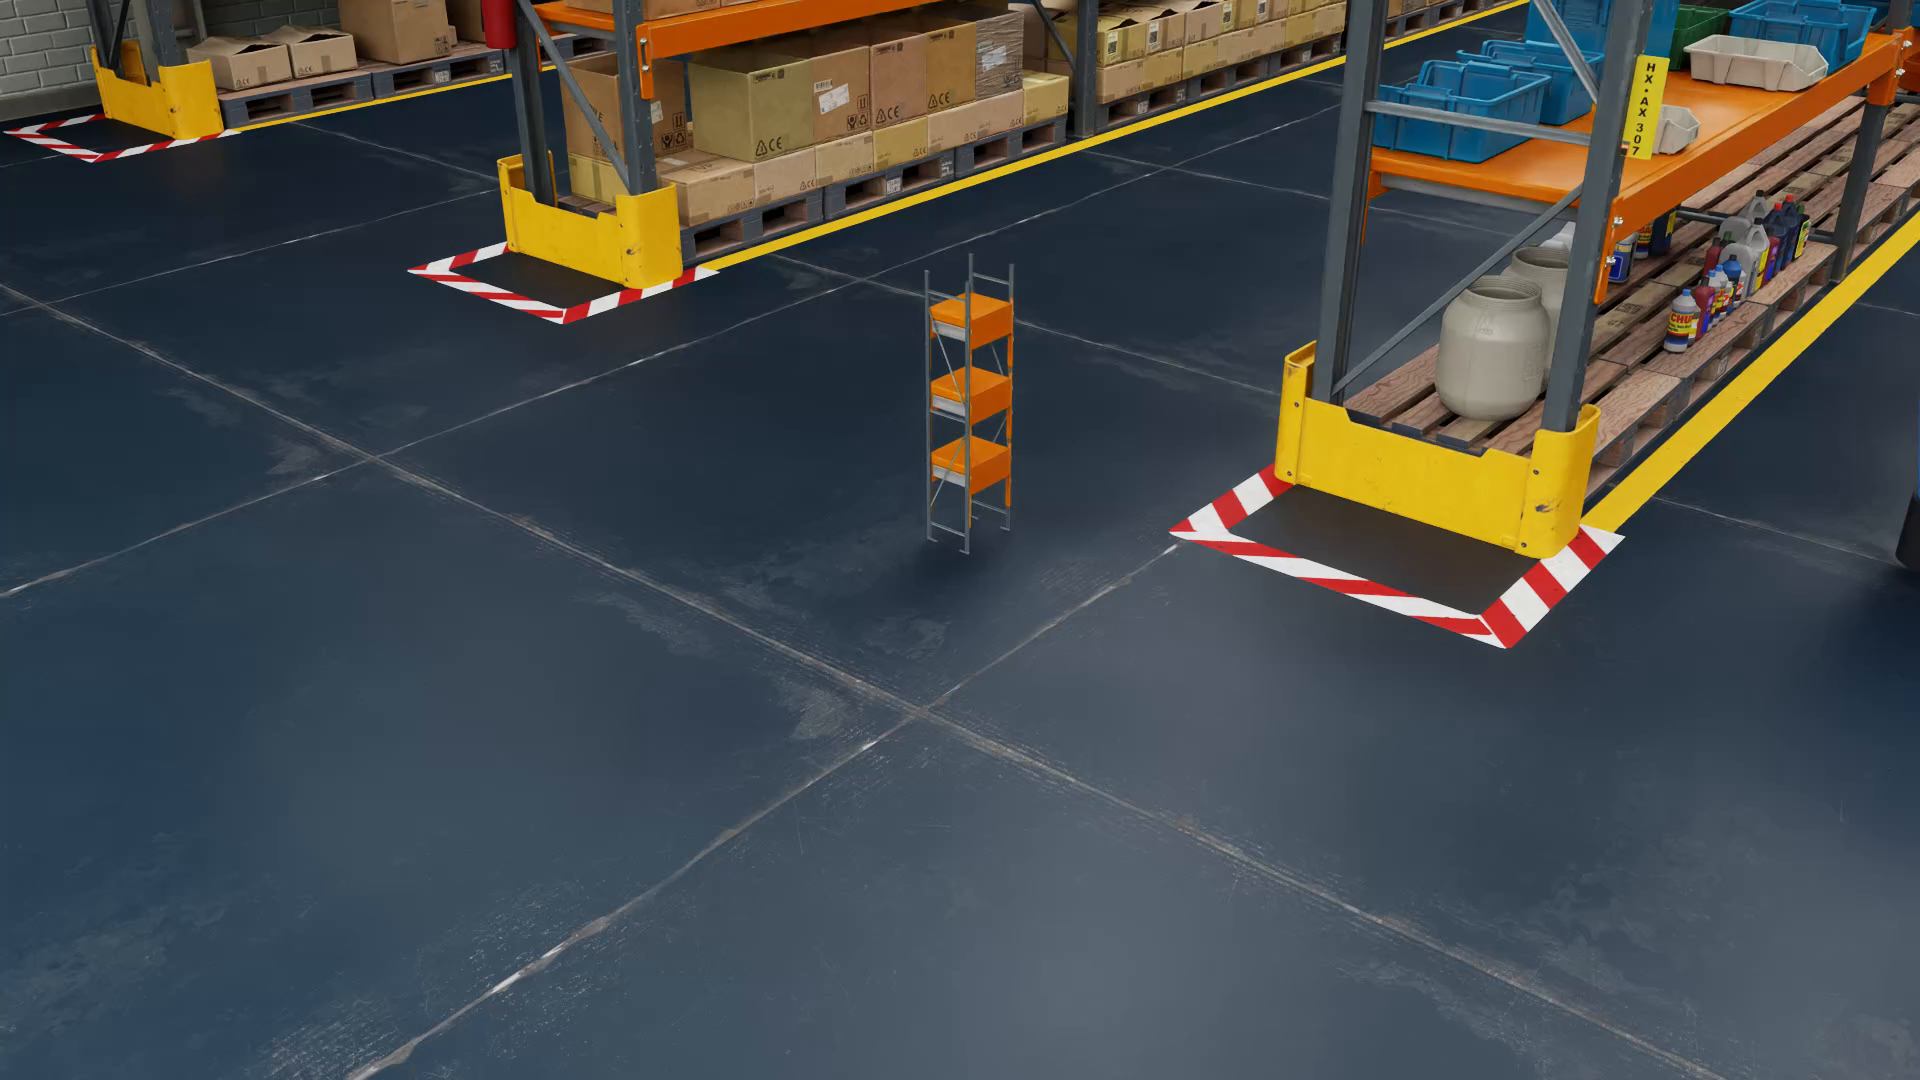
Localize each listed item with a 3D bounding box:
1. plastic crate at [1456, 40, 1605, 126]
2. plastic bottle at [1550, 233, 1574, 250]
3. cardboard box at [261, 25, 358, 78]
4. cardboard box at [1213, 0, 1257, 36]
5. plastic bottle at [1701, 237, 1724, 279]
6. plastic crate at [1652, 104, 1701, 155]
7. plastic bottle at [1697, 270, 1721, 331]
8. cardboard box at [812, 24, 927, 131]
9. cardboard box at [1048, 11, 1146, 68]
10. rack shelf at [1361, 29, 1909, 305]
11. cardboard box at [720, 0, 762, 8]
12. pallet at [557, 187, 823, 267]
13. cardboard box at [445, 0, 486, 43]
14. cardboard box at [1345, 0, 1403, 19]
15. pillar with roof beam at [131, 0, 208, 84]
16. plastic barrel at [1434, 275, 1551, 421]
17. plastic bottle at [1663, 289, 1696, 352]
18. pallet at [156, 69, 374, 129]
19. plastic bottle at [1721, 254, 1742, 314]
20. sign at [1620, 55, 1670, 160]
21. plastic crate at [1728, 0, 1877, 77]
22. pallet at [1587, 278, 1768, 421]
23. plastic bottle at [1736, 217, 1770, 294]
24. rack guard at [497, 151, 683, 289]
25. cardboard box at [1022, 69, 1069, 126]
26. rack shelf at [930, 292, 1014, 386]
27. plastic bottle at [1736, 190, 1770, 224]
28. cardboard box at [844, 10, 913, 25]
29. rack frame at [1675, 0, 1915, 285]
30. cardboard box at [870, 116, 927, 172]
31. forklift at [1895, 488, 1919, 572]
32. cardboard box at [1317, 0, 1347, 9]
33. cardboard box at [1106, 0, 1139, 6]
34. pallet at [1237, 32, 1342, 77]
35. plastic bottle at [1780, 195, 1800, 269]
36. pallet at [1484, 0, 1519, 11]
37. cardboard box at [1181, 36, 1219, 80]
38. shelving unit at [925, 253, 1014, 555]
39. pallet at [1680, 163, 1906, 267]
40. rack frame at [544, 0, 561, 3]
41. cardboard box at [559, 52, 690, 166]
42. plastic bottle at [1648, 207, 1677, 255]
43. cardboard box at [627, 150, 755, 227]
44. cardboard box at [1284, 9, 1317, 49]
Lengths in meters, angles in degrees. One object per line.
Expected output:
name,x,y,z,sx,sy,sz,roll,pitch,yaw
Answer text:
plastic crate,2.304,-1.869,6.760,0.499,0.251,0.408,21,34,34
plastic bottle,2.898,-1.337,8.055,0.152,0.276,0.135,20,33,33
cardboard box,-4.974,-3.759,12.700,0.500,0.311,0.500,24,36,38
cardboard box,1.955,-4.142,12.917,0.500,0.311,0.500,22,34,36
plastic bottle,3.639,-1.328,8.030,0.061,0.283,0.133,21,34,34
plastic crate,2.616,-1.548,6.264,0.298,0.136,0.250,21,34,34
plastic bottle,3.410,-1.098,7.599,0.097,0.271,0.097,0,27,0
cardboard box,-0.552,-2.845,10.204,0.500,0.500,0.500,21,34,34
cardboard box,0.978,-3.597,11.863,0.500,0.311,0.500,21,34,35
rack shelf,3.071,-1.831,7.308,1.077,0.370,4.000,21,34,34
cardboard box,-1.384,-3.284,9.225,0.700,0.500,0.500,22,34,36
pallet,-1.567,-1.935,9.761,1.003,0.211,1.213,21,34,34
cardboard box,-3.931,-4.461,13.850,0.500,0.500,0.500,18,32,31
cardboard box,3.577,-4.890,14.679,0.500,0.500,0.500,22,35,36
pillar with roof beam,-2.746,-6.244,8.527,9.100,9.000,0.400,21,34,34
plastic barrel,2.158,-0.779,6.741,0.421,0.512,0.421,0,27,0
plastic bottle,3.192,-0.977,7.364,0.097,0.271,0.097,0,27,0
pallet,-5.254,-3.403,12.598,1.003,0.211,1.213,21,34,34
plastic bottle,3.603,-1.206,7.806,0.097,0.271,0.097,0,27,0
sign,2.220,-1.402,5.394,0.100,0.325,0.005,21,34,34
plastic crate,3.848,-2.322,7.635,0.499,0.251,0.616,21,34,34
pallet,3.108,-0.961,7.877,1.003,0.211,1.213,21,34,34
plastic bottle,3.828,-1.383,8.064,0.144,0.351,0.185,21,34,34
rack guard,-2.036,-1.772,9.131,1.175,0.500,0.348,21,34,34
cardboard box,0.397,-3.046,11.408,0.500,0.250,0.500,21,34,34
rack shelf,0.034,-0.728,5.920,0.215,0.259,0.240,21,34,34
plastic bottle,4.044,-1.608,8.498,0.144,0.351,0.185,21,34,34
cardboard box,-0.649,-3.179,10.851,0.500,0.500,0.500,21,34,34
rack frame,4.343,-2.860,8.513,1.000,3.000,0.127,21,34,34
cardboard box,-0.553,-2.512,10.377,0.500,0.250,0.500,21,34,34
forklift,4.918,-1.261,5.498,3.031,2.935,1.130,-12,30,-22
cardboard box,2.924,-4.683,13.964,0.500,0.311,0.500,22,34,36
cardboard box,1.205,-4.113,12.861,0.500,0.311,0.500,21,34,34
pallet,2.514,-4.208,14.154,1.003,0.211,1.213,21,34,34
plastic bottle,4.156,-1.566,8.417,0.144,0.351,0.185,20,33,33
pallet,5.123,-5.607,16.859,1.003,0.211,1.213,21,34,34
cardboard box,1.624,-3.710,12.692,0.500,0.250,0.500,20,33,33
shelving unit,0.034,-0.485,6.045,0.215,1.050,0.252,21,34,34
pallet,4.812,-1.911,9.714,1.003,0.211,1.213,21,34,34
rack frame,-3.302,-5.755,14.110,1.000,3.000,0.127,21,34,34
cardboard box,-1.910,-2.466,9.471,0.500,0.500,0.500,21,34,34
plastic bottle,3.621,-1.671,8.621,0.144,0.351,0.185,21,34,34
cardboard box,-1.508,-1.981,9.350,0.500,0.250,0.500,21,34,34
cardboard box,2.596,-4.250,13.737,0.500,0.250,0.500,20,34,34
